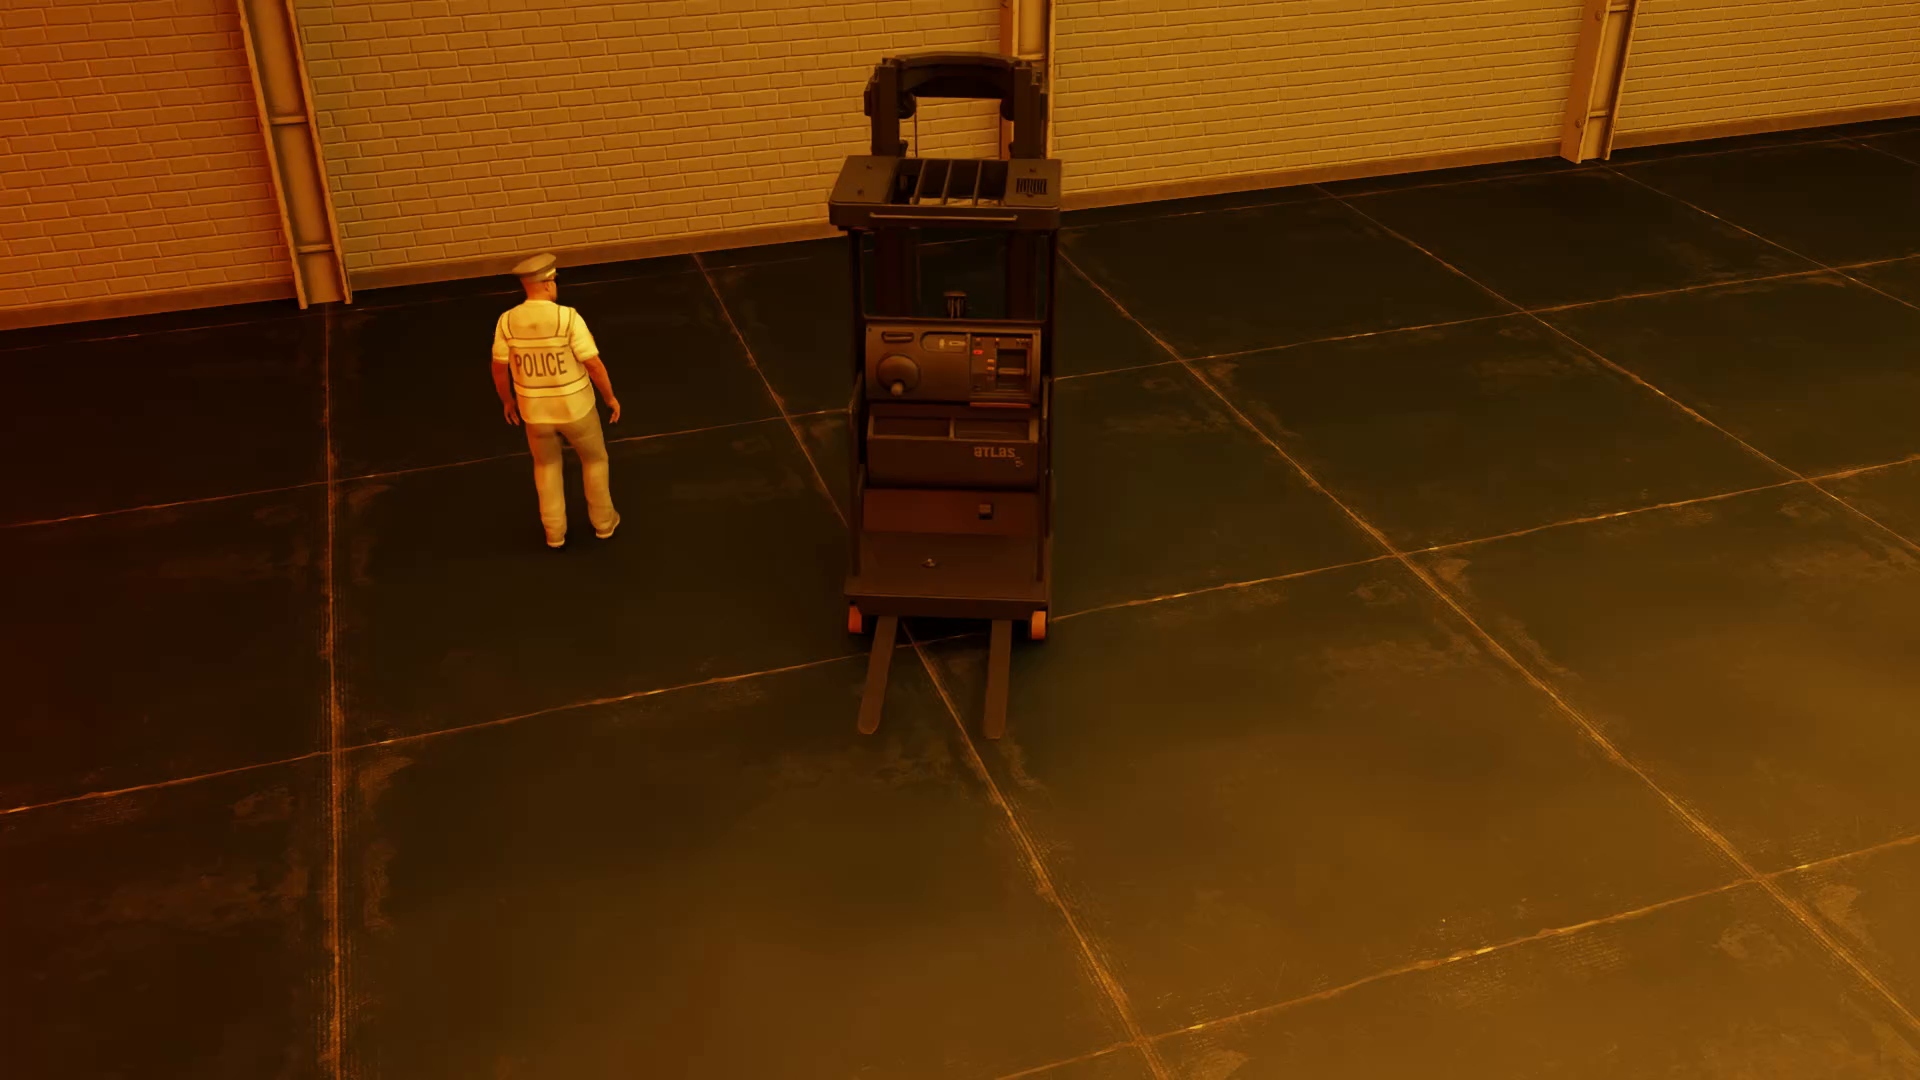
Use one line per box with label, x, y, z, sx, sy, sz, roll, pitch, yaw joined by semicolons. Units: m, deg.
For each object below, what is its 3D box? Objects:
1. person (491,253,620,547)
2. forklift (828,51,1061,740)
person;-2.323;-0.790;9.655;0.692;1.737;0.493;0;30;0
forklift;-0.049;-0.892;8.637;1.130;2.935;3.031;2;30;3
